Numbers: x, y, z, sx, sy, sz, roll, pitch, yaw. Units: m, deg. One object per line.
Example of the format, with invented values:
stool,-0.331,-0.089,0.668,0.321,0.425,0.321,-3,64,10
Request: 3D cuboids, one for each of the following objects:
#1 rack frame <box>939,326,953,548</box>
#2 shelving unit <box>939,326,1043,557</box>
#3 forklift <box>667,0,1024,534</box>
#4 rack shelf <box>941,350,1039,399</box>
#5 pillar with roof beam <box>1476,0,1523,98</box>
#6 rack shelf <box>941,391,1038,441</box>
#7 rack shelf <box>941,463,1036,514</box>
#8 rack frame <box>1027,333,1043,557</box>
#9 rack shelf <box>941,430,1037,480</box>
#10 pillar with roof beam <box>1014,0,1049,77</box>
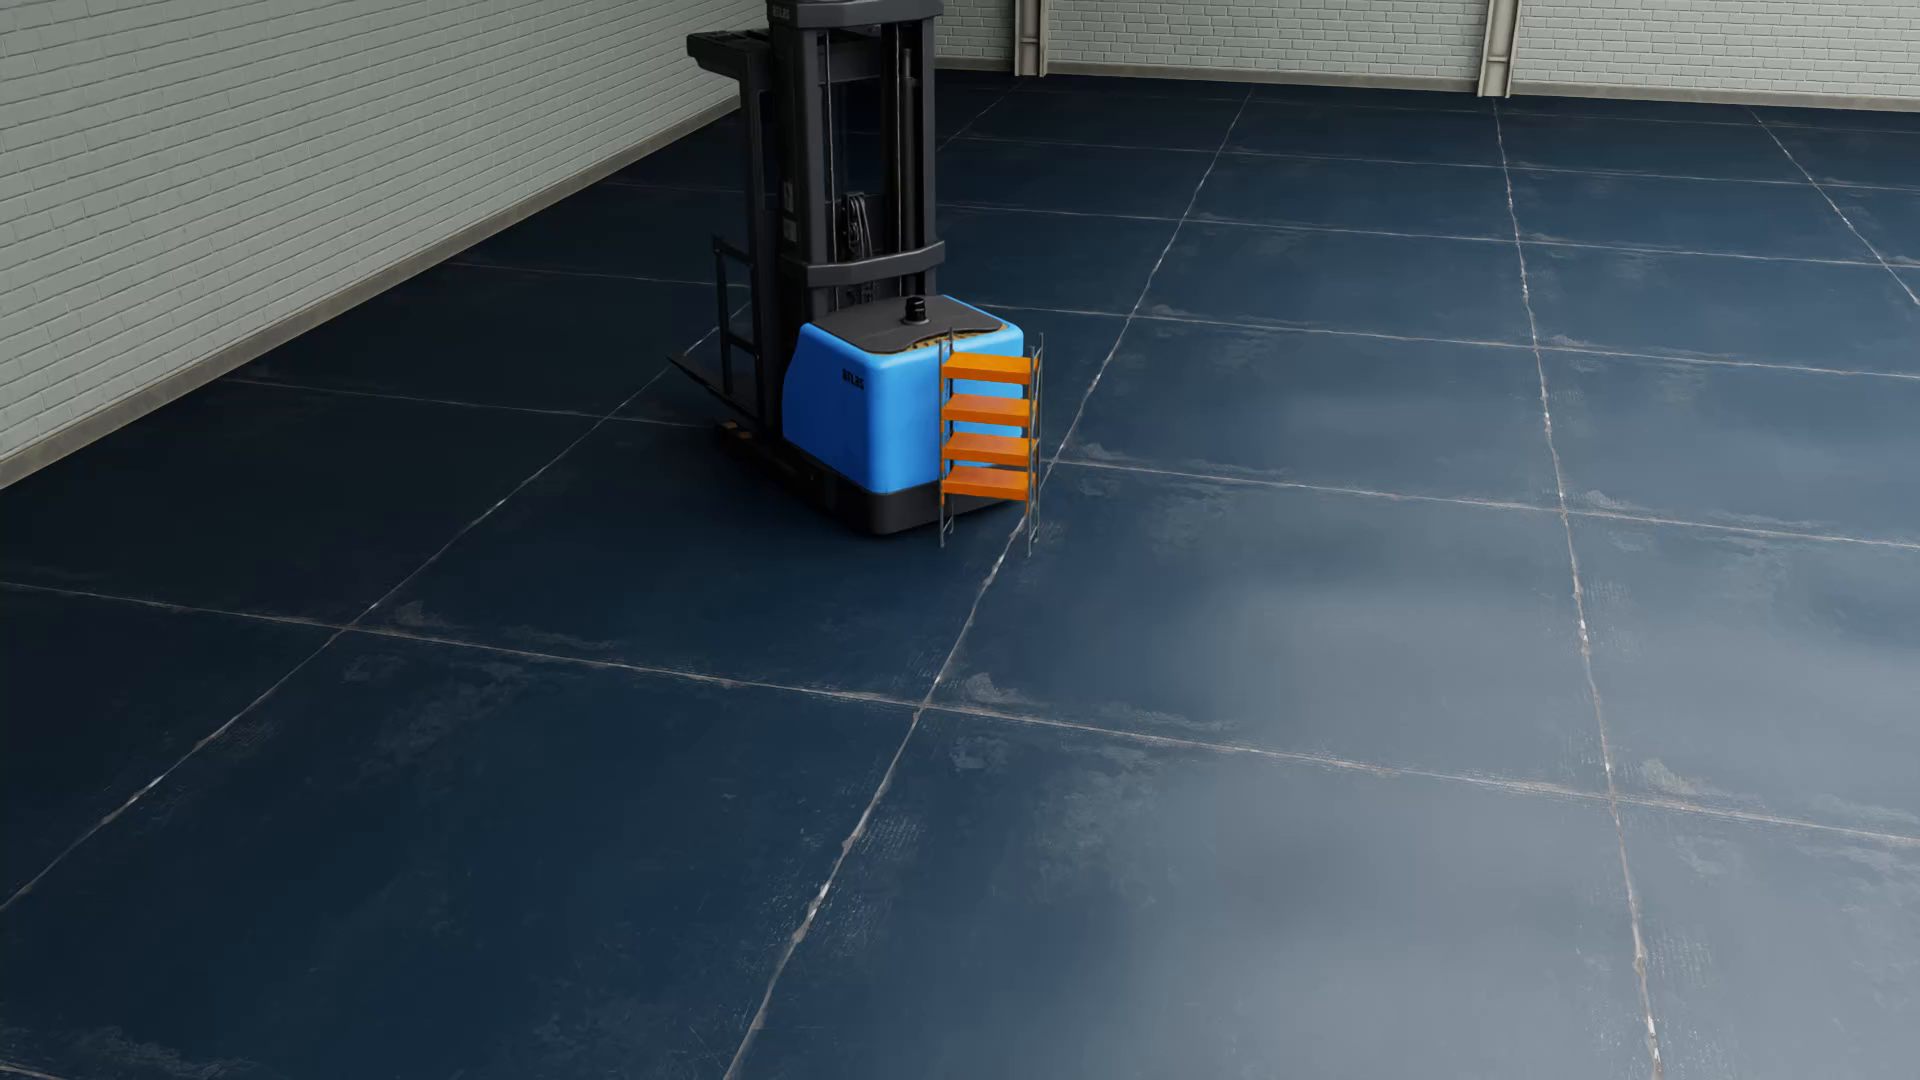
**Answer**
rack frame,-0.074,-0.549,9.006,0.015,1.200,0.240,6,26,13
shelving unit,0.163,-0.523,8.952,0.503,1.200,0.258,6,26,13
forklift,-0.879,-1.935,9.905,1.130,2.935,3.031,-16,30,-31
rack shelf,0.163,-0.878,8.784,0.480,0.148,0.258,6,26,13
pillar with roof beam,5.697,-7.923,15.423,0.400,9.000,9.100,6,26,13
rack shelf,0.163,-0.664,8.885,0.480,0.148,0.258,6,26,13
rack shelf,0.163,-0.283,9.065,0.480,0.148,0.258,6,26,13
rack frame,0.399,-0.497,8.897,0.015,1.200,0.240,6,26,13
rack shelf,0.163,-0.462,8.980,0.480,0.148,0.258,6,26,13
pillar with roof beam,-0.114,-8.565,16.772,0.400,9.000,9.100,6,26,13
